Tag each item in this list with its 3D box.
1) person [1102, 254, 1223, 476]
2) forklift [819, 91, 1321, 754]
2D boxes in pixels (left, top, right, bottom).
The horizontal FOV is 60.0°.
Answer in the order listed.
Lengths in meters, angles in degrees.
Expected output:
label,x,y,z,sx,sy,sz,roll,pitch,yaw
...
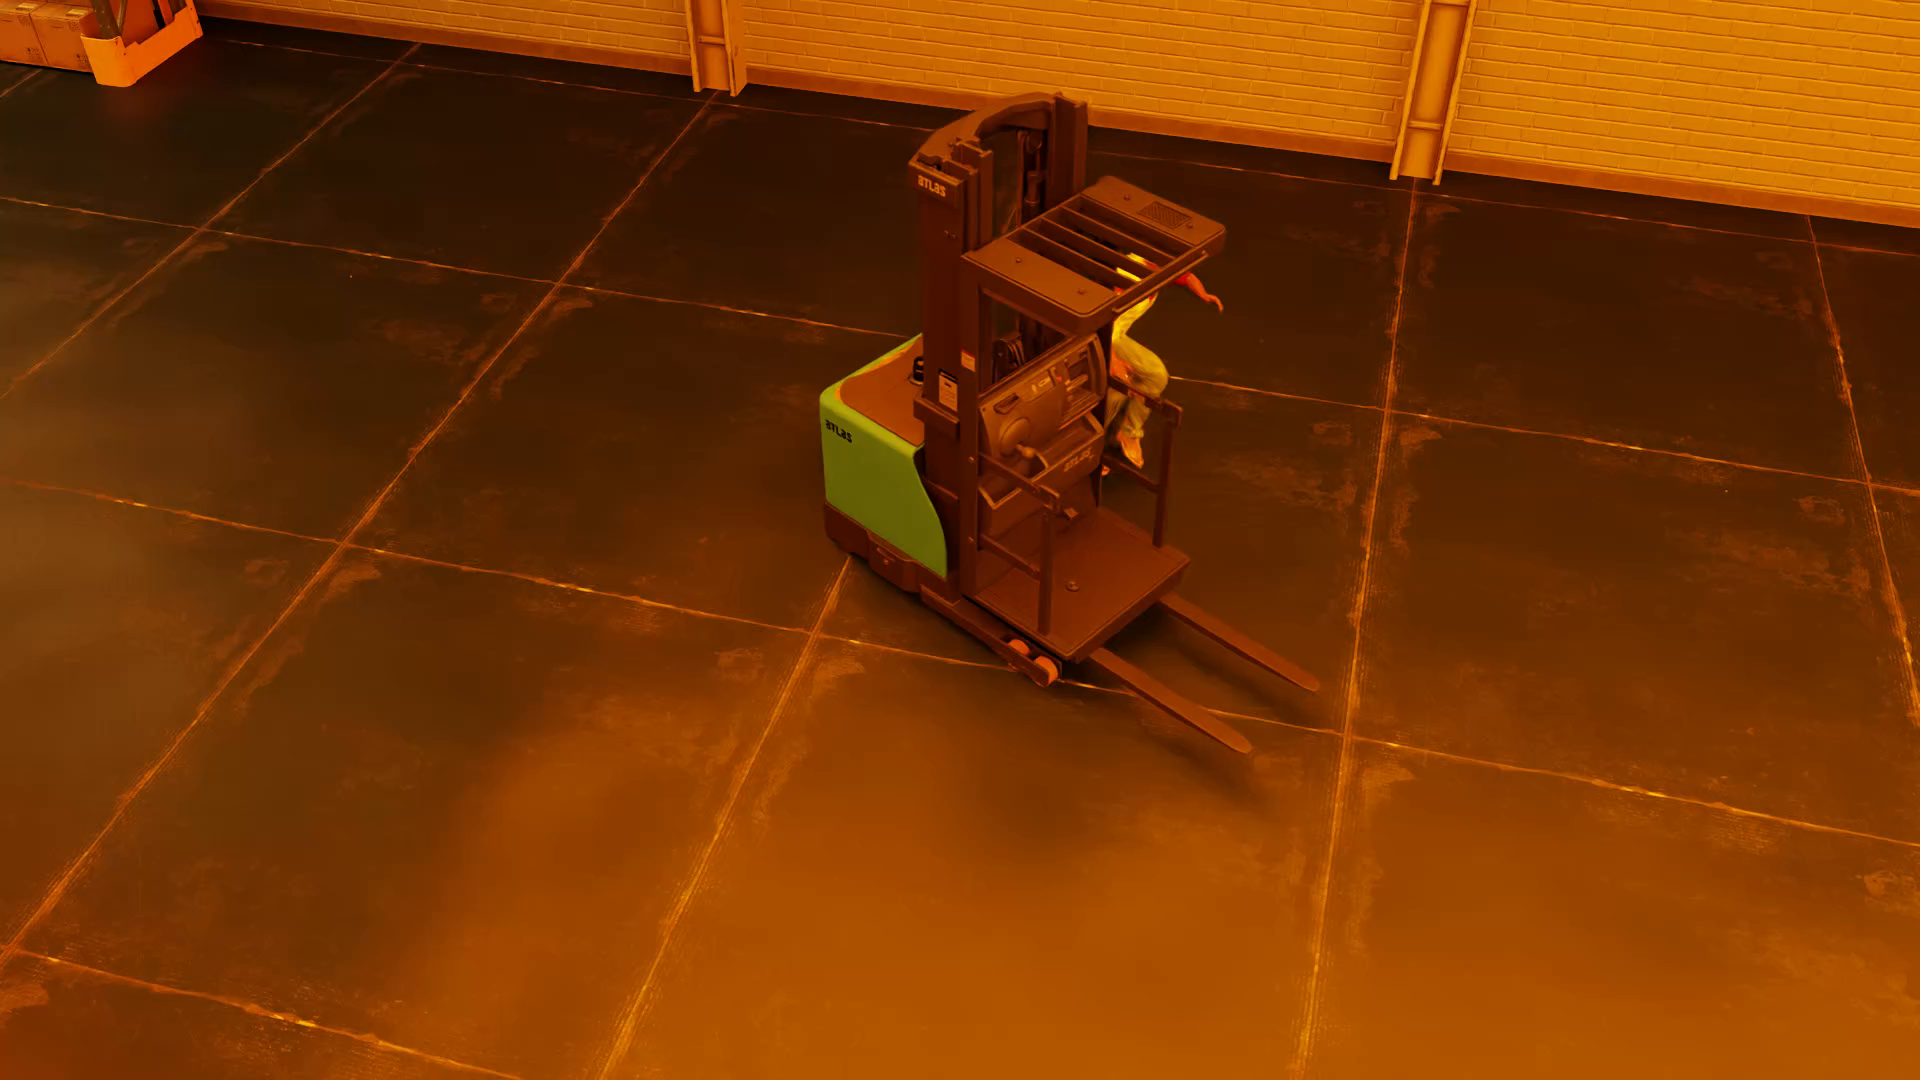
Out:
label,x,y,z,sx,sy,sz,roll,pitch,yaw
person,1.123,-1.180,10.276,0.901,1.520,1.030,10,42,11
forklift,0.598,-0.687,8.645,3.031,2.935,1.130,32,50,31
